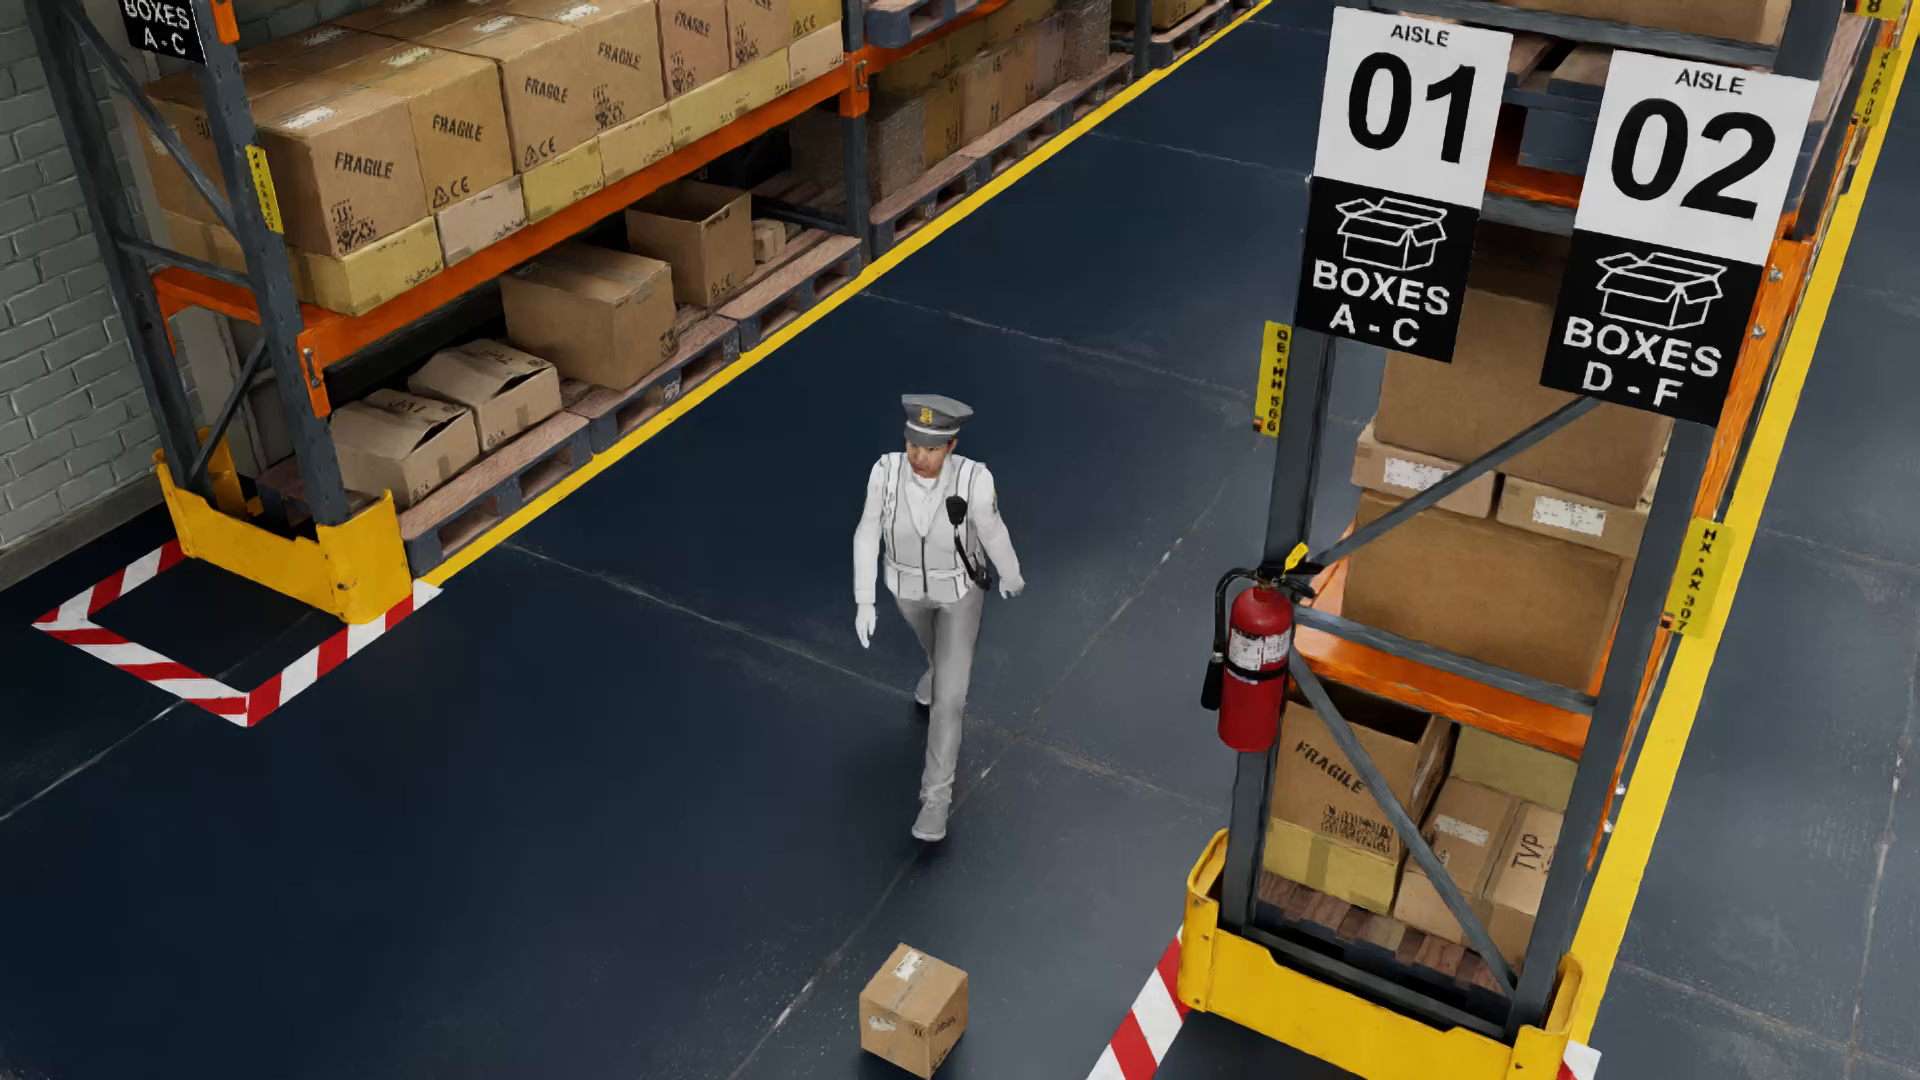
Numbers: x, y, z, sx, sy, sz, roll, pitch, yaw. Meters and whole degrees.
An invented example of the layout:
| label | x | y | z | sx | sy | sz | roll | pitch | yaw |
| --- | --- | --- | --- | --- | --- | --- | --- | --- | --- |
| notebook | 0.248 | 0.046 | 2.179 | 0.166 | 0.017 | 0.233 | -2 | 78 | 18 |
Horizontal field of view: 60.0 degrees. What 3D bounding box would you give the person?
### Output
| label | x | y | z | sx | sy | sz | roll | pitch | yaw |
| --- | --- | --- | --- | --- | --- | --- | --- | --- | --- |
| person | -0.096 | 0.169 | 5.904 | 0.563 | 1.601 | 1.082 | 8 | 35 | 12 |
